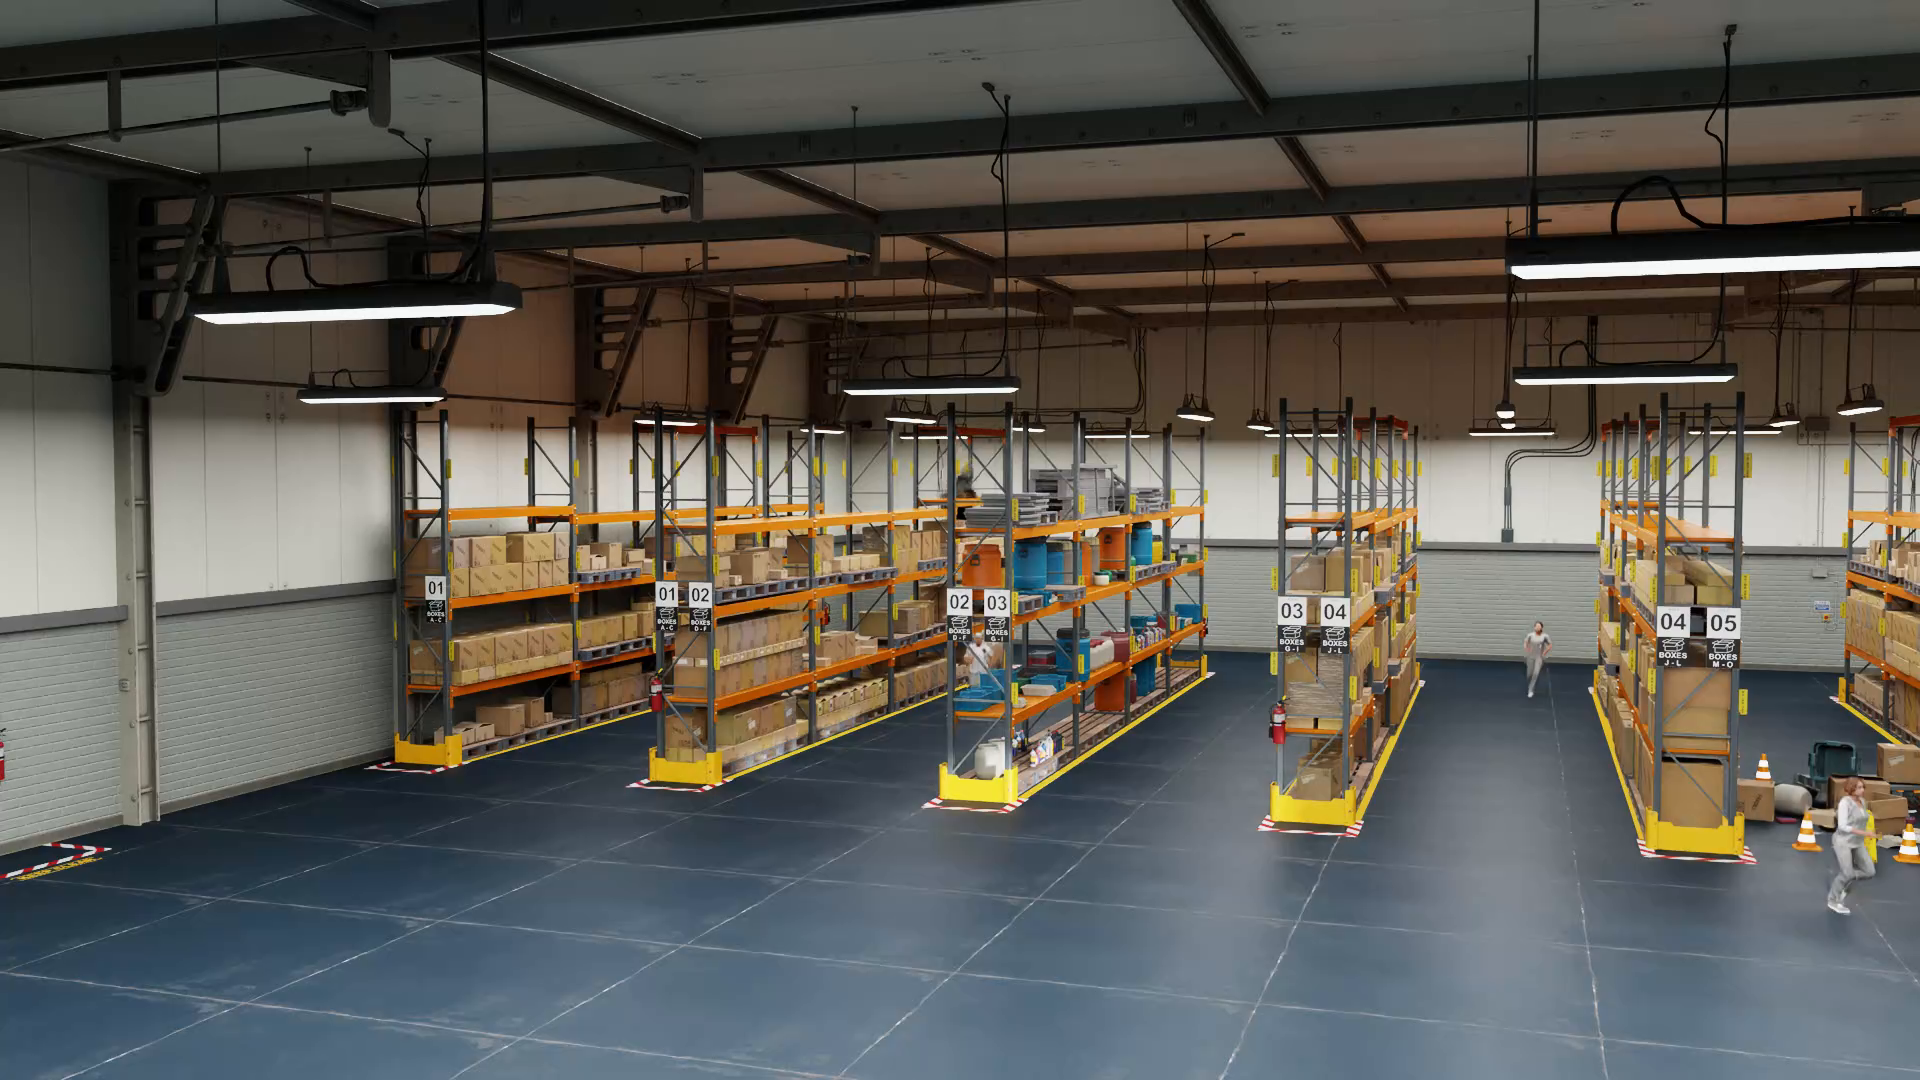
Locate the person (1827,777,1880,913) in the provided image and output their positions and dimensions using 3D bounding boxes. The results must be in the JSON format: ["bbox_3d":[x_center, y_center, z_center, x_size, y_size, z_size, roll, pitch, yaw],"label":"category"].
[{"bbox_3d":[9.996,3.419,18.589,0.516,1.565,0.603,-1,3,-24],"label":"person"}]

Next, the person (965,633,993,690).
[{"bbox_3d":[0.384,2.715,34.174,0.589,1.637,0.746,0,2,9],"label":"person"}]

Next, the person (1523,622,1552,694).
[{"bbox_3d":[12.720,2.577,36.643,0.581,1.578,0.700,1,3,27],"label":"person"}]
